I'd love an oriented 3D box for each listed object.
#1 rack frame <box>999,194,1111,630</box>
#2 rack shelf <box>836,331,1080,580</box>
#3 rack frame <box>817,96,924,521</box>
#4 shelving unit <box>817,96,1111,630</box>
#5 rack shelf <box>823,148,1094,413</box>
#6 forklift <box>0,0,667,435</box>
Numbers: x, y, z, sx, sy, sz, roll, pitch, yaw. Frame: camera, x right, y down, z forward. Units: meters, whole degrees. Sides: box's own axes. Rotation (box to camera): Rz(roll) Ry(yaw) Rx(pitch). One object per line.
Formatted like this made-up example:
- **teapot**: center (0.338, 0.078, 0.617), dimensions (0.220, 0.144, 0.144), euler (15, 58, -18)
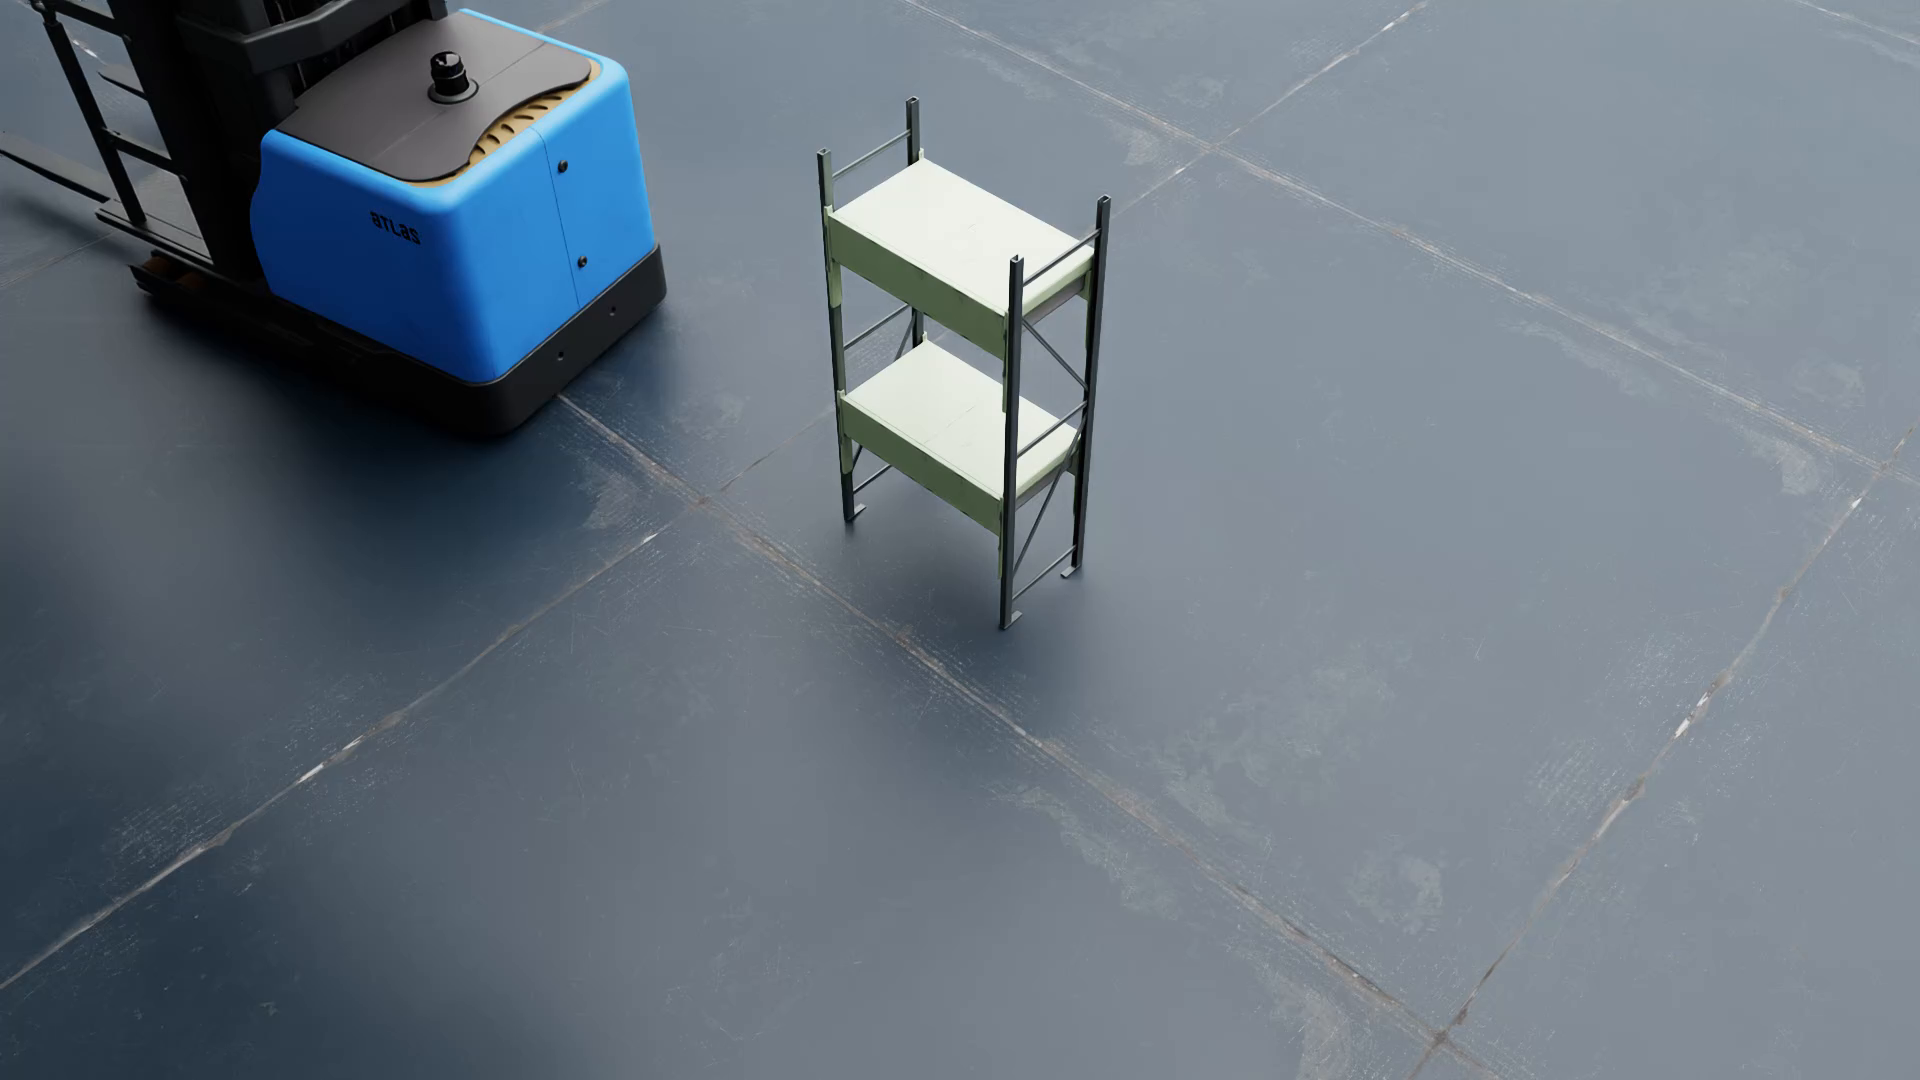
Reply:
- **rack frame**: center (0.274, -0.329, 5.030), dimensions (0.023, 1.500, 0.400), euler (34, 55, 28)
- **rack shelf**: center (0.005, -0.287, 5.438), dimensions (0.720, 0.370, 0.431), euler (34, 55, 28)
- **rack frame**: center (-0.264, -0.691, 5.370), dimensions (0.023, 1.500, 0.400), euler (34, 55, 28)
- **shelving unit**: center (0.005, -0.510, 5.200), dimensions (0.755, 1.500, 0.431), euler (34, 55, 28)
- **rack shelf**: center (0.005, -0.777, 4.916), dimensions (0.720, 0.370, 0.431), euler (34, 55, 28)
- **forklift**: center (-2.686, -2.199, 5.804), dimensions (3.031, 2.935, 1.130), euler (24, 51, 21)
